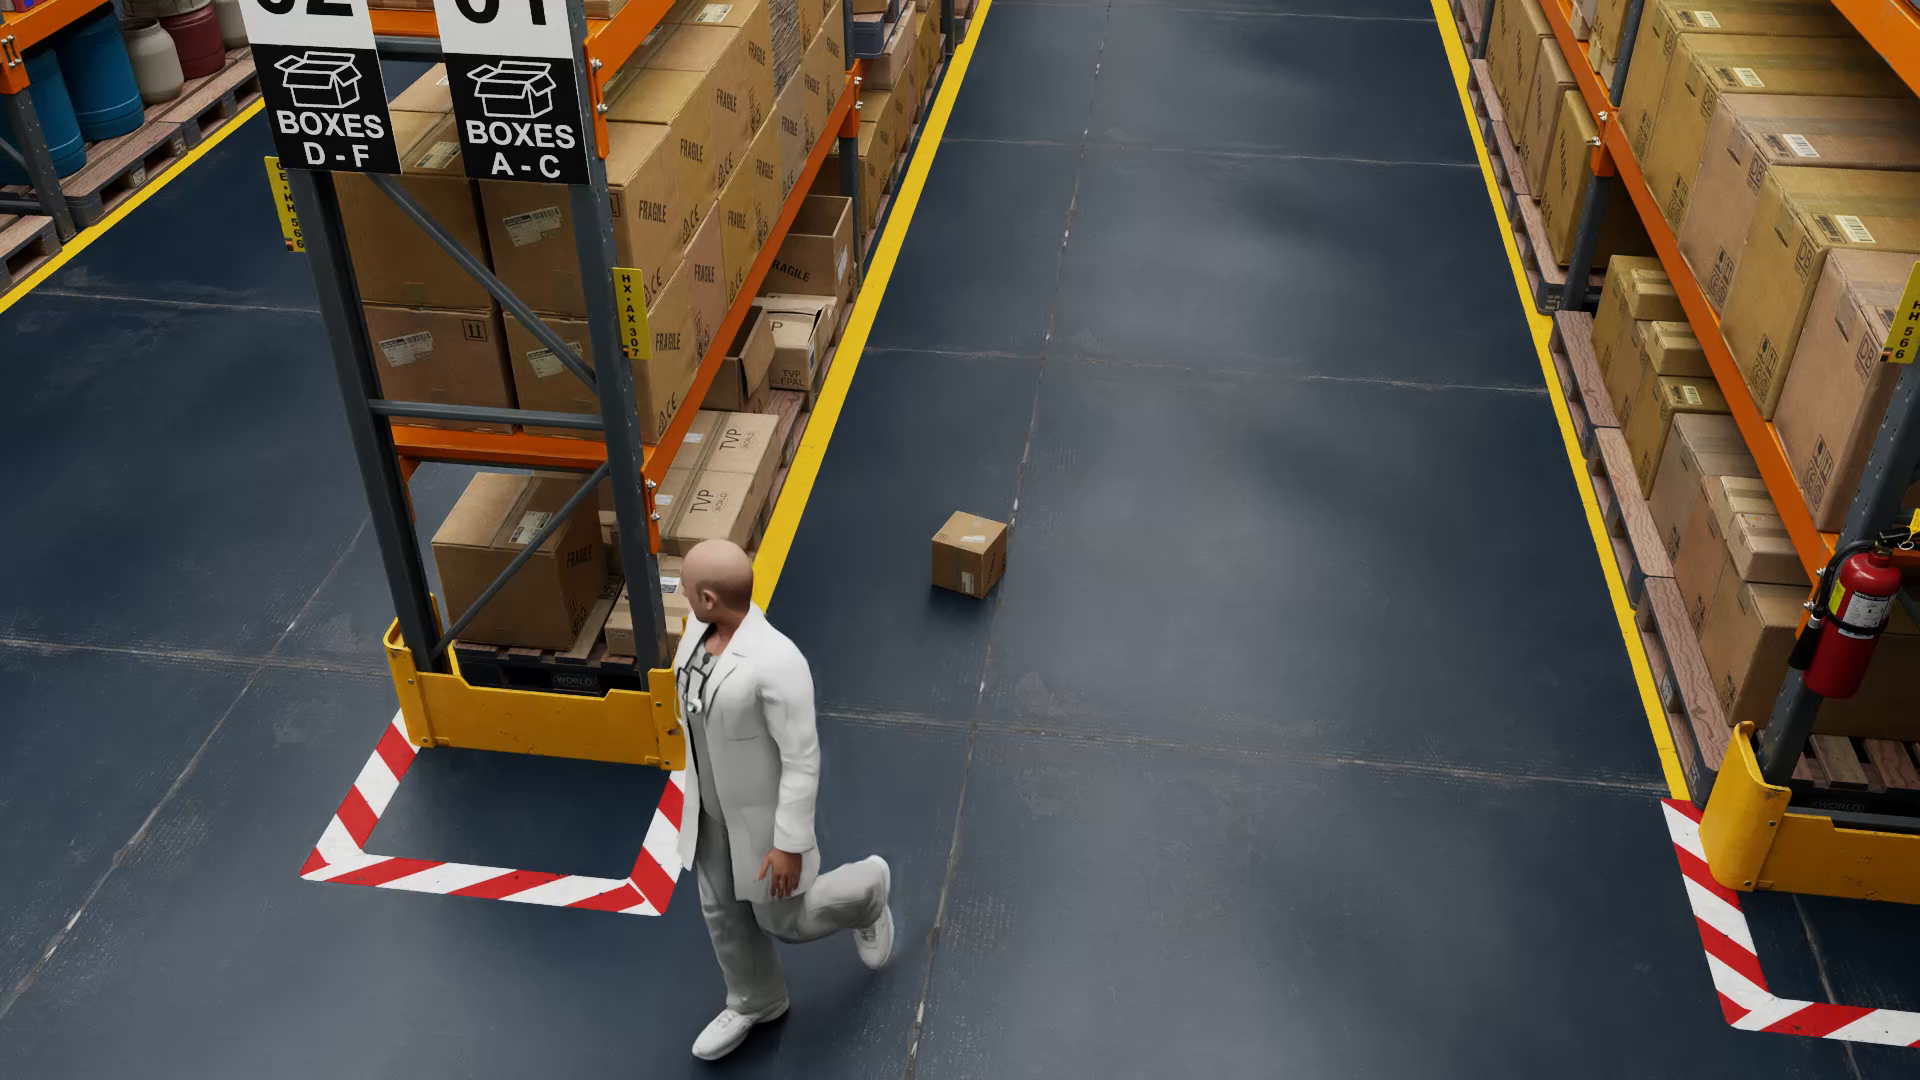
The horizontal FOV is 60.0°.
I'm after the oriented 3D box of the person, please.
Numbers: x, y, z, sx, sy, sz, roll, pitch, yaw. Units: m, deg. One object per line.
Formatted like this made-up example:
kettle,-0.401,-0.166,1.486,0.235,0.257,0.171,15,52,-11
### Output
person,-0.595,0.771,5.060,0.651,1.748,0.815,29,45,34
